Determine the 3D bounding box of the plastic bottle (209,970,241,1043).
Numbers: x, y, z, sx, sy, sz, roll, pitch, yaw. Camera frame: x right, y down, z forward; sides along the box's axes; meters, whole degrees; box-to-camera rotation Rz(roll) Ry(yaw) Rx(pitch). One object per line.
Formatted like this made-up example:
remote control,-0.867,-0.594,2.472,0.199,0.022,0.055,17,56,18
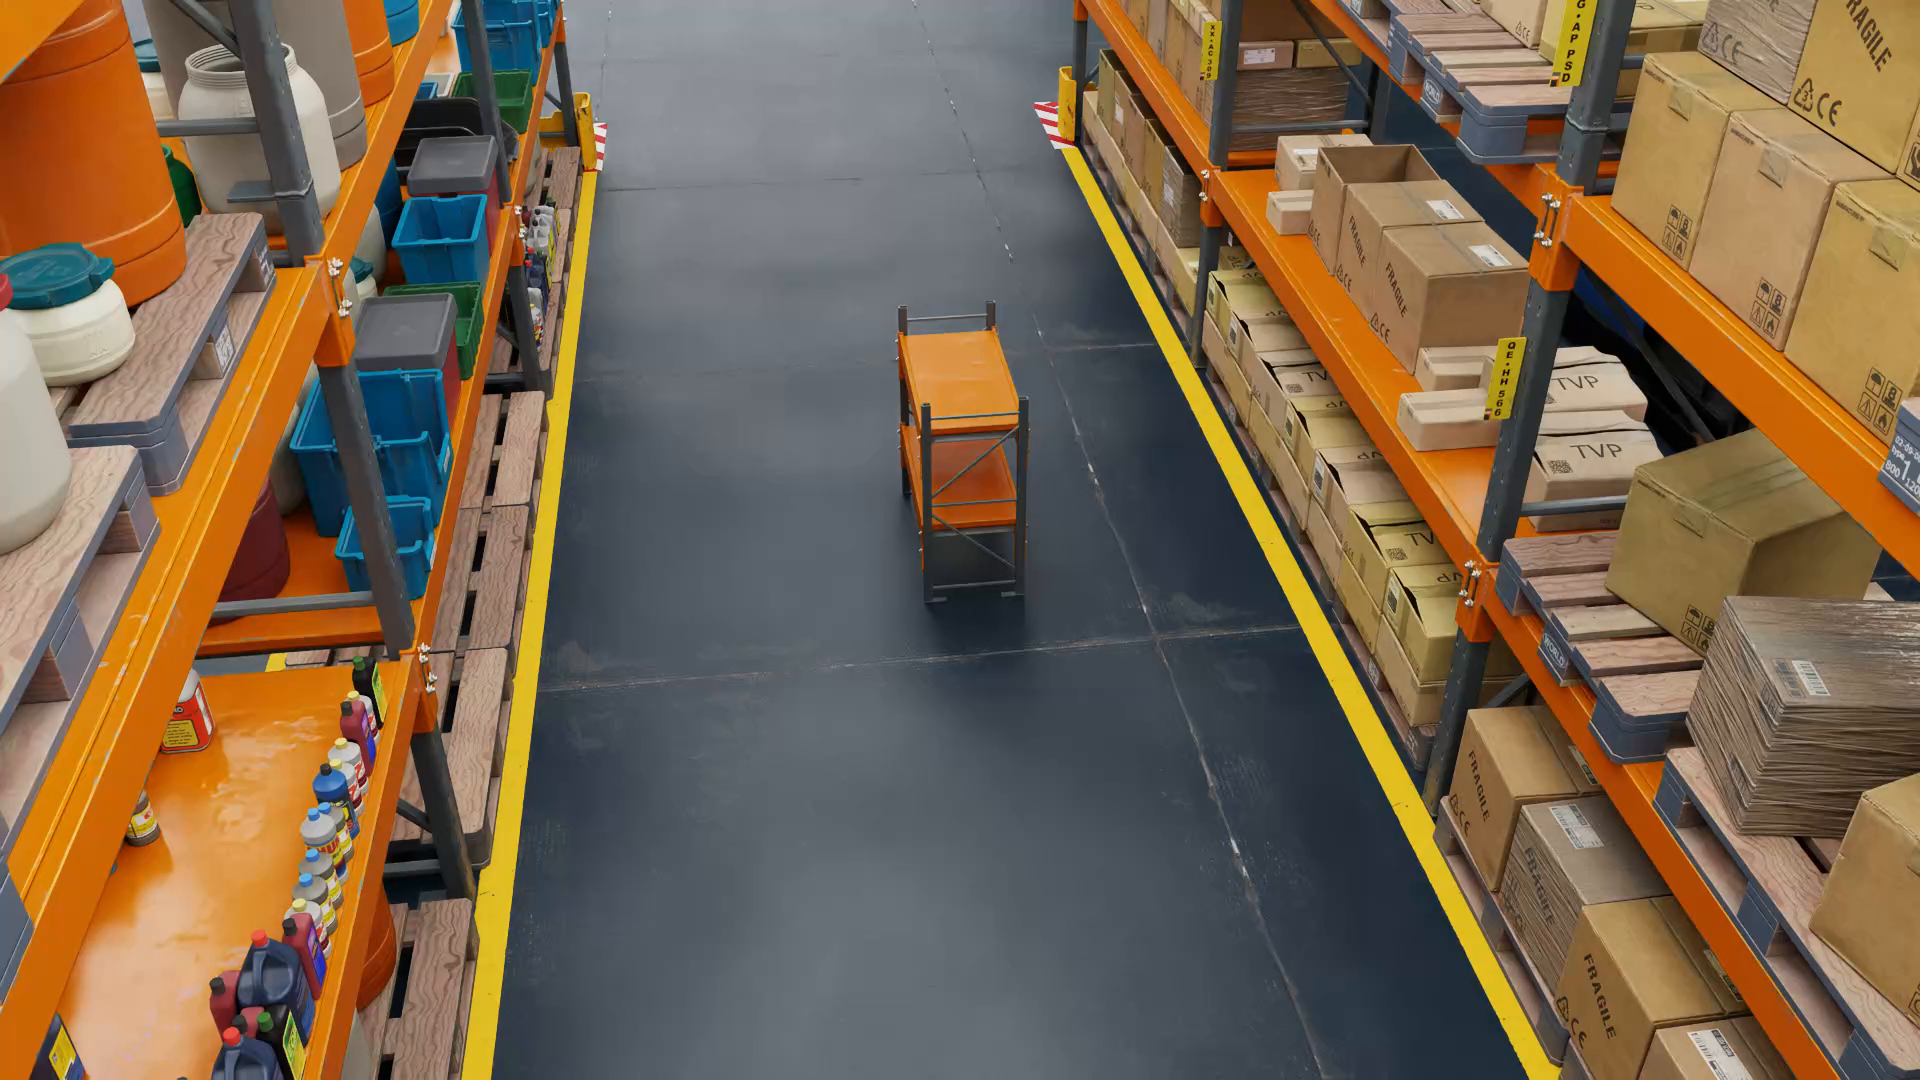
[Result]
plastic bottle,-1.917,1.232,4.382,0.061,0.283,0.133,-4,35,-6

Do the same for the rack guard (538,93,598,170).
rack guard,-3.449,-3.154,12.934,1.175,0.500,0.348,-4,35,-6

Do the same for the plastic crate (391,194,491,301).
plastic crate,-2.511,-1.395,8.147,0.392,0.384,0.575,-4,35,-6

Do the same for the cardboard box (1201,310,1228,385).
cardboard box,1.750,-1.160,9.857,0.500,0.250,0.500,-5,35,-8

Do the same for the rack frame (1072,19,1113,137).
rack frame,1.403,-4.599,12.834,1.000,3.000,0.127,-4,35,-6

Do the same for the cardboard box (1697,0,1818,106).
cardboard box,2.532,-1.584,4.771,0.500,0.500,0.500,-4,35,-6

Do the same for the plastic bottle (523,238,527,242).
plastic bottle,-2.886,-1.914,10.988,0.097,0.201,0.097,0,34,0

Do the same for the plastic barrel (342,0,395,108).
plastic barrel,-2.413,-2.018,6.003,0.600,0.830,0.708,-4,35,-6

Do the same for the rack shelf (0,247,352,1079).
rack shelf,-2.161,0.413,3.456,1.077,0.370,4.000,-4,35,-6

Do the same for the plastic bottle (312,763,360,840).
plastic bottle,-1.898,0.789,5.044,0.097,0.271,0.097,0,34,0

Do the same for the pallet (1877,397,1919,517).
pallet,2.857,-0.012,3.607,1.213,0.211,1.003,-4,35,-6

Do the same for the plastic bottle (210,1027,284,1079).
plastic bottle,-1.776,1.360,4.135,0.144,0.351,0.185,-4,35,-6

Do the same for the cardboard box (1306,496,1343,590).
cardboard box,2.029,-0.015,8.177,0.500,0.250,0.500,-4,34,-5

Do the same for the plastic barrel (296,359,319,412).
plastic barrel,-2.836,-0.600,6.868,0.421,0.512,0.421,0,34,0

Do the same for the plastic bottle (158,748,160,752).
plastic bottle,-2.692,0.556,5.381,0.152,0.276,0.135,-4,35,-6

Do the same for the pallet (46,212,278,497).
pallet,-2.424,-0.489,4.307,1.003,0.211,1.213,-4,35,-6

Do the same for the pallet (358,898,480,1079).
pallet,-2.282,1.828,5.880,1.003,0.211,1.213,-4,35,-6

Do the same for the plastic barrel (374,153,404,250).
plastic barrel,-3.216,-1.962,8.520,0.600,0.901,0.708,-4,35,-6

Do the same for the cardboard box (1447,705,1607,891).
cardboard box,2.257,0.992,6.459,0.500,0.500,0.500,-3,34,-4

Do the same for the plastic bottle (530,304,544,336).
plastic bottle,-2.603,-1.343,10.152,0.097,0.201,0.097,0,34,0

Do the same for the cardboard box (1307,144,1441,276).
cardboard box,2.099,-1.684,8.469,0.500,0.500,0.500,-2,34,-3

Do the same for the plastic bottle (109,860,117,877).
plastic bottle,-2.581,0.878,4.912,0.097,0.271,0.097,0,34,0

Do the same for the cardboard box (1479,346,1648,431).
cardboard box,2.551,-0.611,7.063,0.500,0.311,0.500,-5,35,-7

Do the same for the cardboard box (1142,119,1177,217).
cardboard box,1.536,-2.515,11.179,0.500,0.500,0.500,-4,35,-6

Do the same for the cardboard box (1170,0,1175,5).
cardboard box,1.523,-3.520,10.587,0.380,0.149,0.250,-3,34,-5

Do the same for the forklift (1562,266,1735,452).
forklift,4.595,-1.889,8.919,1.130,2.935,3.031,-5,35,-8

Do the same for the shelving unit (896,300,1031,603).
shelving unit,0.001,-0.461,8.428,0.538,1.125,1.048,-4,35,-6

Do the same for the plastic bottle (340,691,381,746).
plastic bottle,-1.955,0.580,5.412,0.097,0.201,0.097,0,34,0

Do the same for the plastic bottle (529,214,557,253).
plastic bottle,-2.799,-2.070,11.152,0.152,0.276,0.135,-5,35,-8

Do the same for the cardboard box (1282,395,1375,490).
cardboard box,1.958,-0.528,8.432,0.500,0.311,0.500,-3,34,-5

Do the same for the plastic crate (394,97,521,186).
plastic crate,-2.912,-2.270,9.472,0.767,0.338,0.504,-4,35,-6

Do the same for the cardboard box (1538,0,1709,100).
cardboard box,2.362,-1.734,5.728,0.500,0.250,0.500,-7,35,-10

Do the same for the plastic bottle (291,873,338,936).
plastic bottle,-1.845,1.035,4.744,0.097,0.201,0.097,0,34,0

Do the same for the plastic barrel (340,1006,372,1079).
plastic barrel,-2.182,1.673,5.467,0.421,0.512,0.421,0,34,0

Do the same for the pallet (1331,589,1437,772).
pallet,2.407,0.556,7.747,1.003,0.211,1.213,-4,35,-6

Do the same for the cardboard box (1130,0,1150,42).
cardboard box,1.590,-3.808,11.586,0.700,0.500,0.500,-4,34,-6

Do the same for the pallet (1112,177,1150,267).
pallet,1.709,-2.343,12.001,1.003,0.211,1.213,-4,35,-6

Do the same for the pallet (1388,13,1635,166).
pallet,2.299,-1.668,6.038,1.213,0.211,1.003,-3,34,-4

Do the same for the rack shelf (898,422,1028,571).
rack shelf,0.001,-0.259,8.565,0.538,0.278,1.000,-4,35,-6

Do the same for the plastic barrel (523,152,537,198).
plastic barrel,-3.274,-2.730,11.928,0.421,0.512,0.421,0,34,0

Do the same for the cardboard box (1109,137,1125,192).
cardboard box,1.393,-2.762,12.208,0.500,0.250,0.500,-4,35,-6

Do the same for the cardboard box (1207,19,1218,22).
cardboard box,1.661,-2.949,9.750,0.380,0.149,0.250,-5,35,-7

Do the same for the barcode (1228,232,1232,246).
barcode,1.563,-1.738,9.613,0.001,0.075,0.075,-4,35,-6

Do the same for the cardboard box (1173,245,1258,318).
cardboard box,1.662,-1.646,10.570,0.500,0.250,0.500,-4,35,-6

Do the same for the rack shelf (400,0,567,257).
rack shelf,-3.236,-2.812,10.852,1.077,0.370,4.000,-4,35,-6

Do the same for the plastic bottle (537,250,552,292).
plastic bottle,-2.671,-1.735,10.654,0.061,0.283,0.133,-3,34,-4

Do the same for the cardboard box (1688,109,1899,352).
cardboard box,2.640,-0.890,4.640,0.910,0.500,0.500,-4,35,-6

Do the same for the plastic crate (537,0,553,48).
plastic crate,-3.060,-3.545,11.420,0.499,0.251,0.408,-4,35,-6

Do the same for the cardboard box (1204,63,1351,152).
cardboard box,1.875,-2.655,9.893,0.700,0.500,0.500,-5,35,-8

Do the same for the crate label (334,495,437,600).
crate label,-2.115,0.044,6.170,0.303,0.233,0.416,-4,35,-6

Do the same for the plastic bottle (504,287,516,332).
plastic bottle,-2.752,-1.434,10.212,0.061,0.283,0.133,-4,35,-6

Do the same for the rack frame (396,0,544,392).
rack frame,-2.968,-1.993,9.012,1.000,3.000,0.127,-4,35,-6
